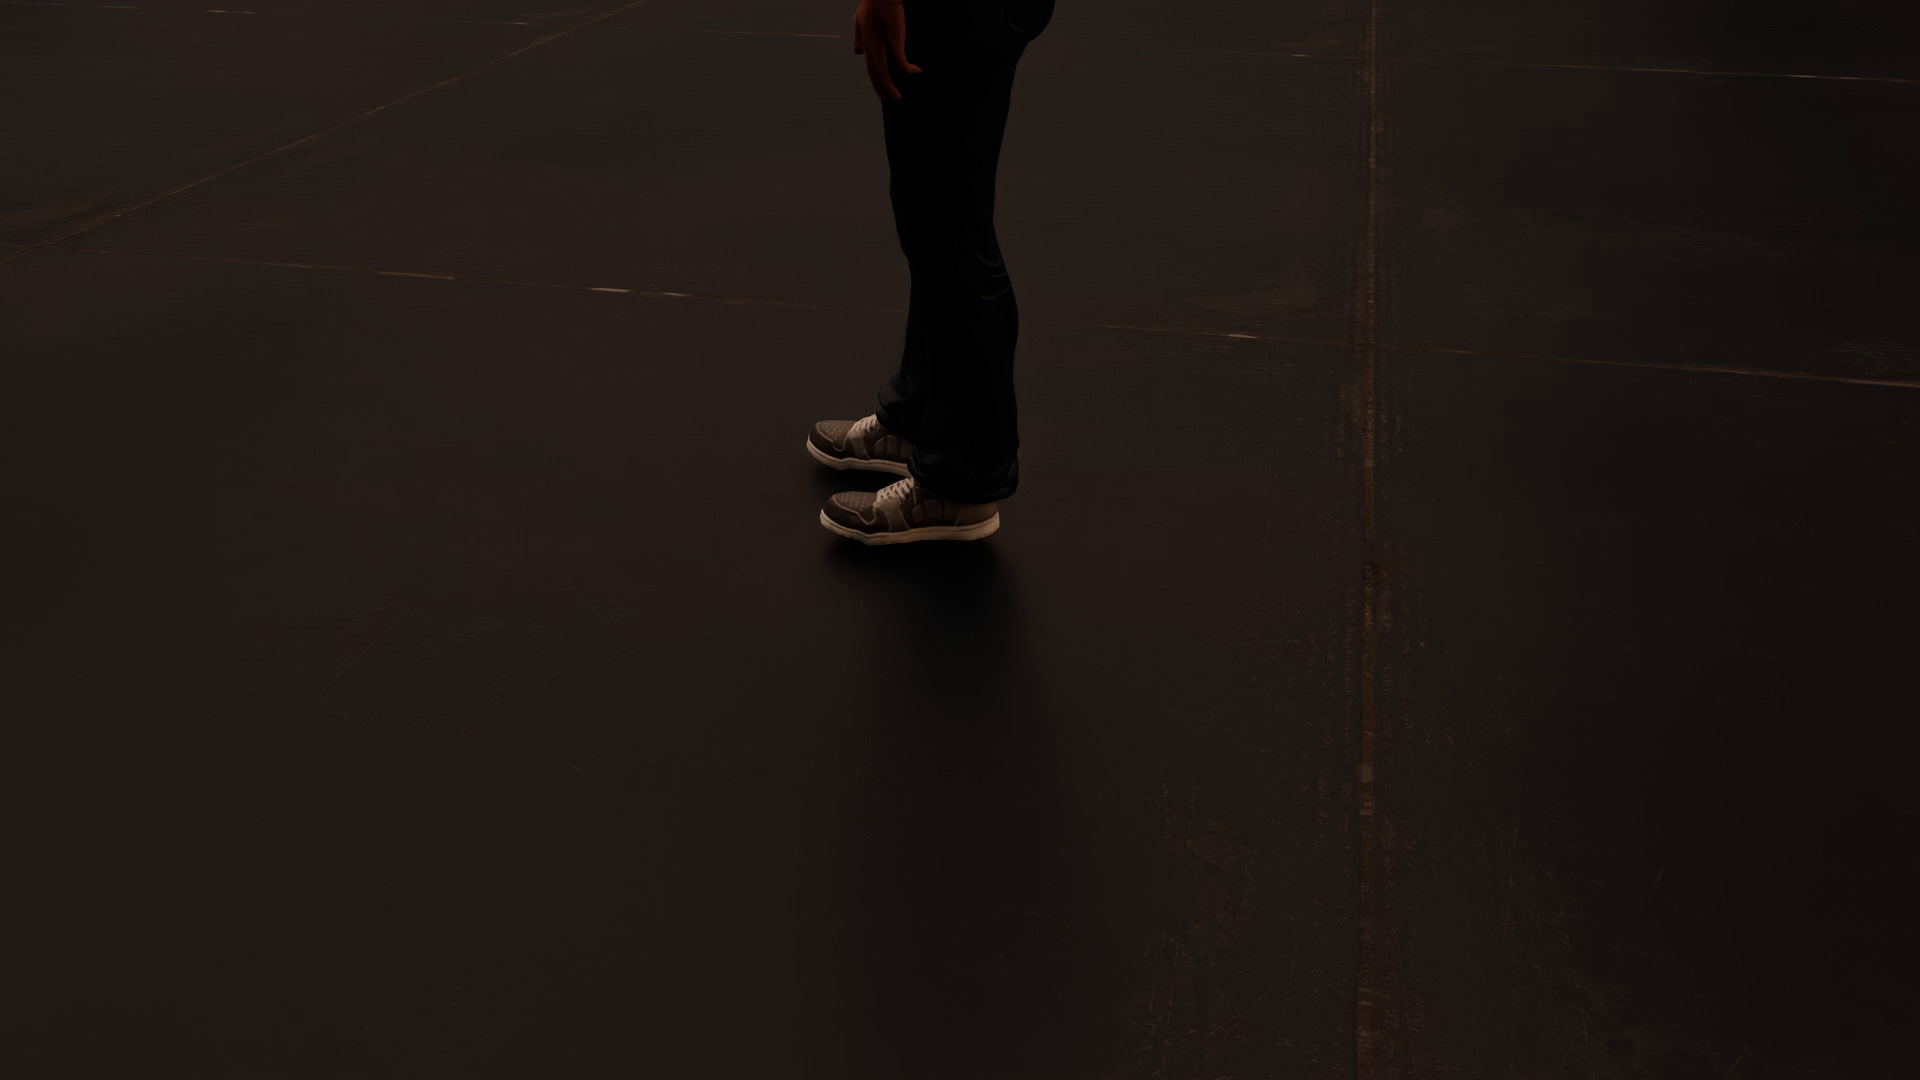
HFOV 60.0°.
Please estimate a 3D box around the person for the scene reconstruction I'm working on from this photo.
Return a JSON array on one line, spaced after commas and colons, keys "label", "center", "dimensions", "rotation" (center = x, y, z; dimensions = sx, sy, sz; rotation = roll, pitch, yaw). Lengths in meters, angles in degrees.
[{"label": "person", "center": [-0.070, -0.733, 2.164], "dimensions": [0.473, 1.599, 0.521], "rotation": [6, 27, 11]}]
